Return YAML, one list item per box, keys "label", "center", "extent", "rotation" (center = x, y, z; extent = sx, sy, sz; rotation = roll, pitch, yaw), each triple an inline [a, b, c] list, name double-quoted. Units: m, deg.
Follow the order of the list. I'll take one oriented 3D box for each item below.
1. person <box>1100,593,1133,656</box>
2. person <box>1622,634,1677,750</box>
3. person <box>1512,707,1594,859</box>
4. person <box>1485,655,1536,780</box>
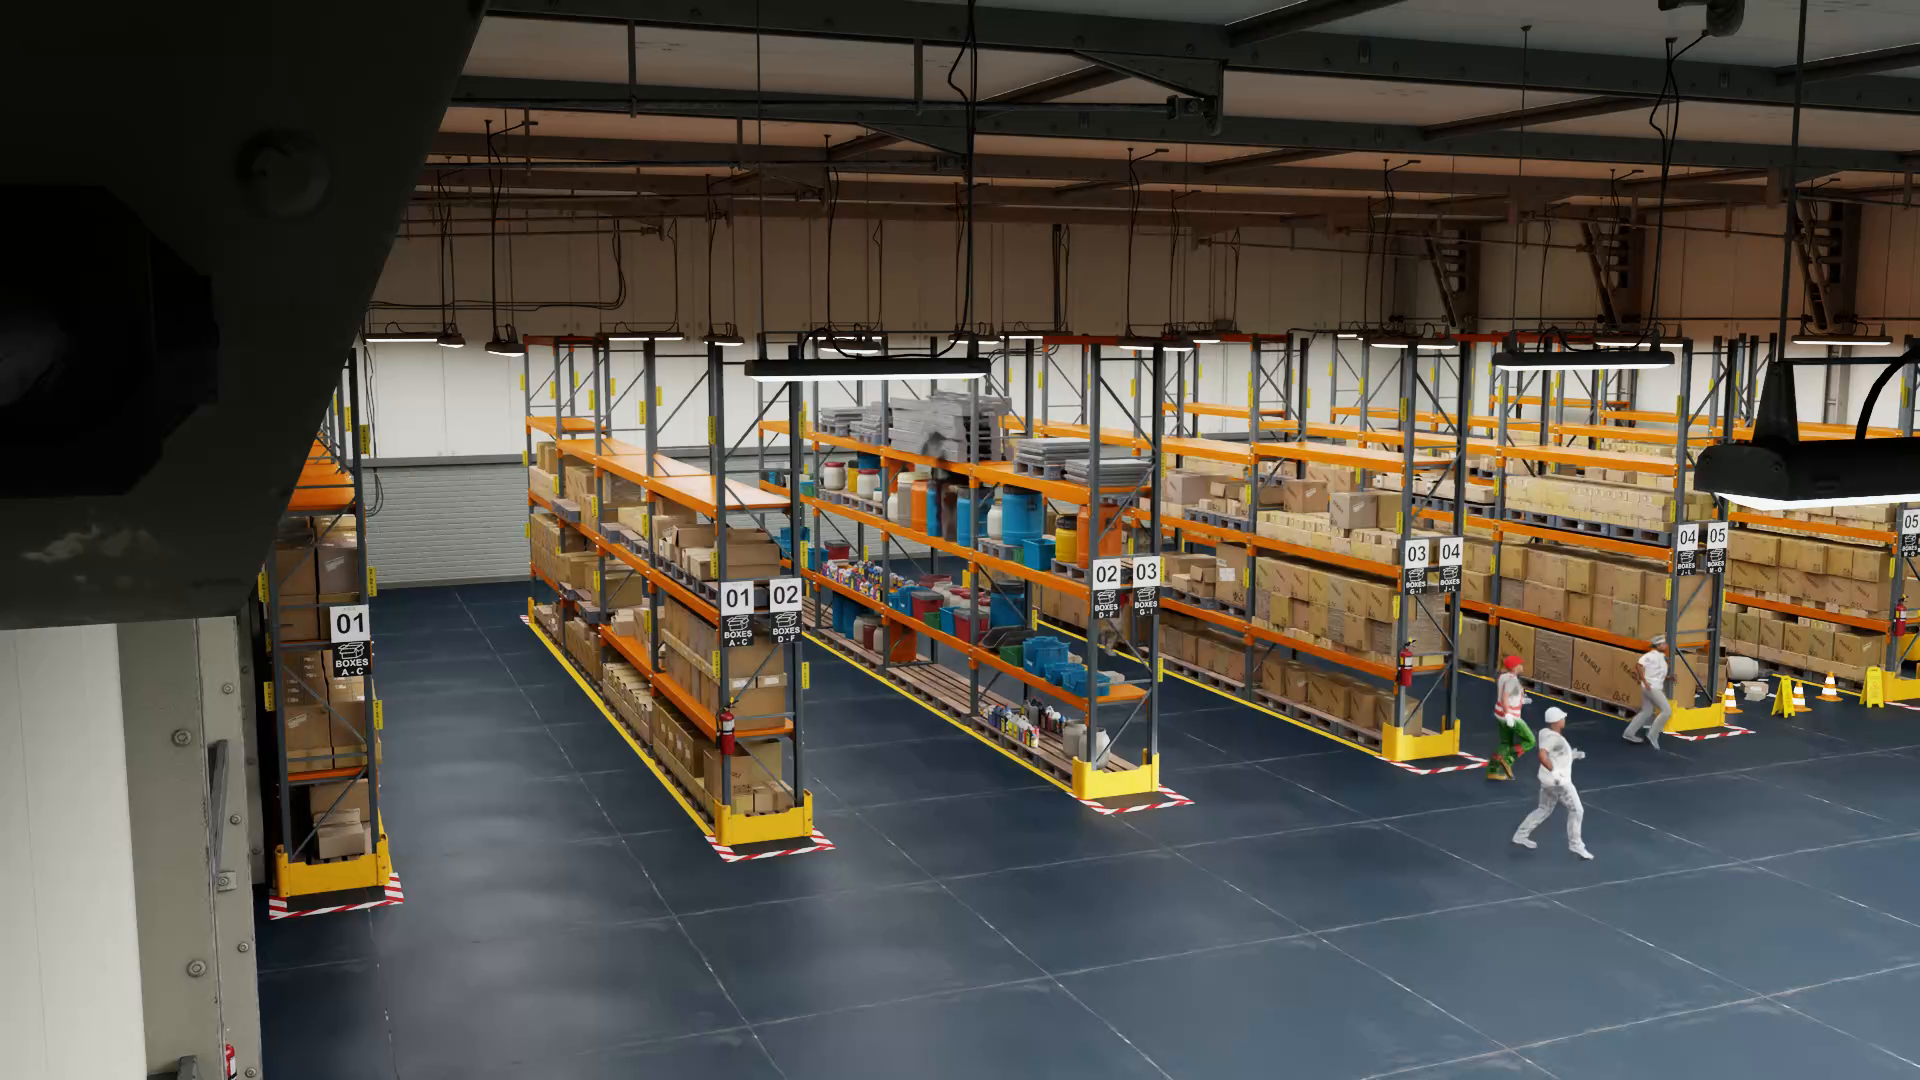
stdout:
- label: "person"
  center: [2.815, 1.275, 29.808]
  extent: [0.650, 1.665, 0.735]
  rotation: [-5, 9, -31]
- label: "person"
  center: [10.292, 2.238, 24.766]
  extent: [0.706, 1.690, 0.620]
  rotation: [5, 9, 31]
- label: "person"
  center: [7.025, 2.859, 19.587]
  extent: [0.906, 1.805, 0.691]
  rotation: [0, 8, 0]
- label: "person"
  center: [7.569, 2.436, 22.824]
  extent: [0.668, 1.730, 0.652]
  rotation: [0, 8, -3]
